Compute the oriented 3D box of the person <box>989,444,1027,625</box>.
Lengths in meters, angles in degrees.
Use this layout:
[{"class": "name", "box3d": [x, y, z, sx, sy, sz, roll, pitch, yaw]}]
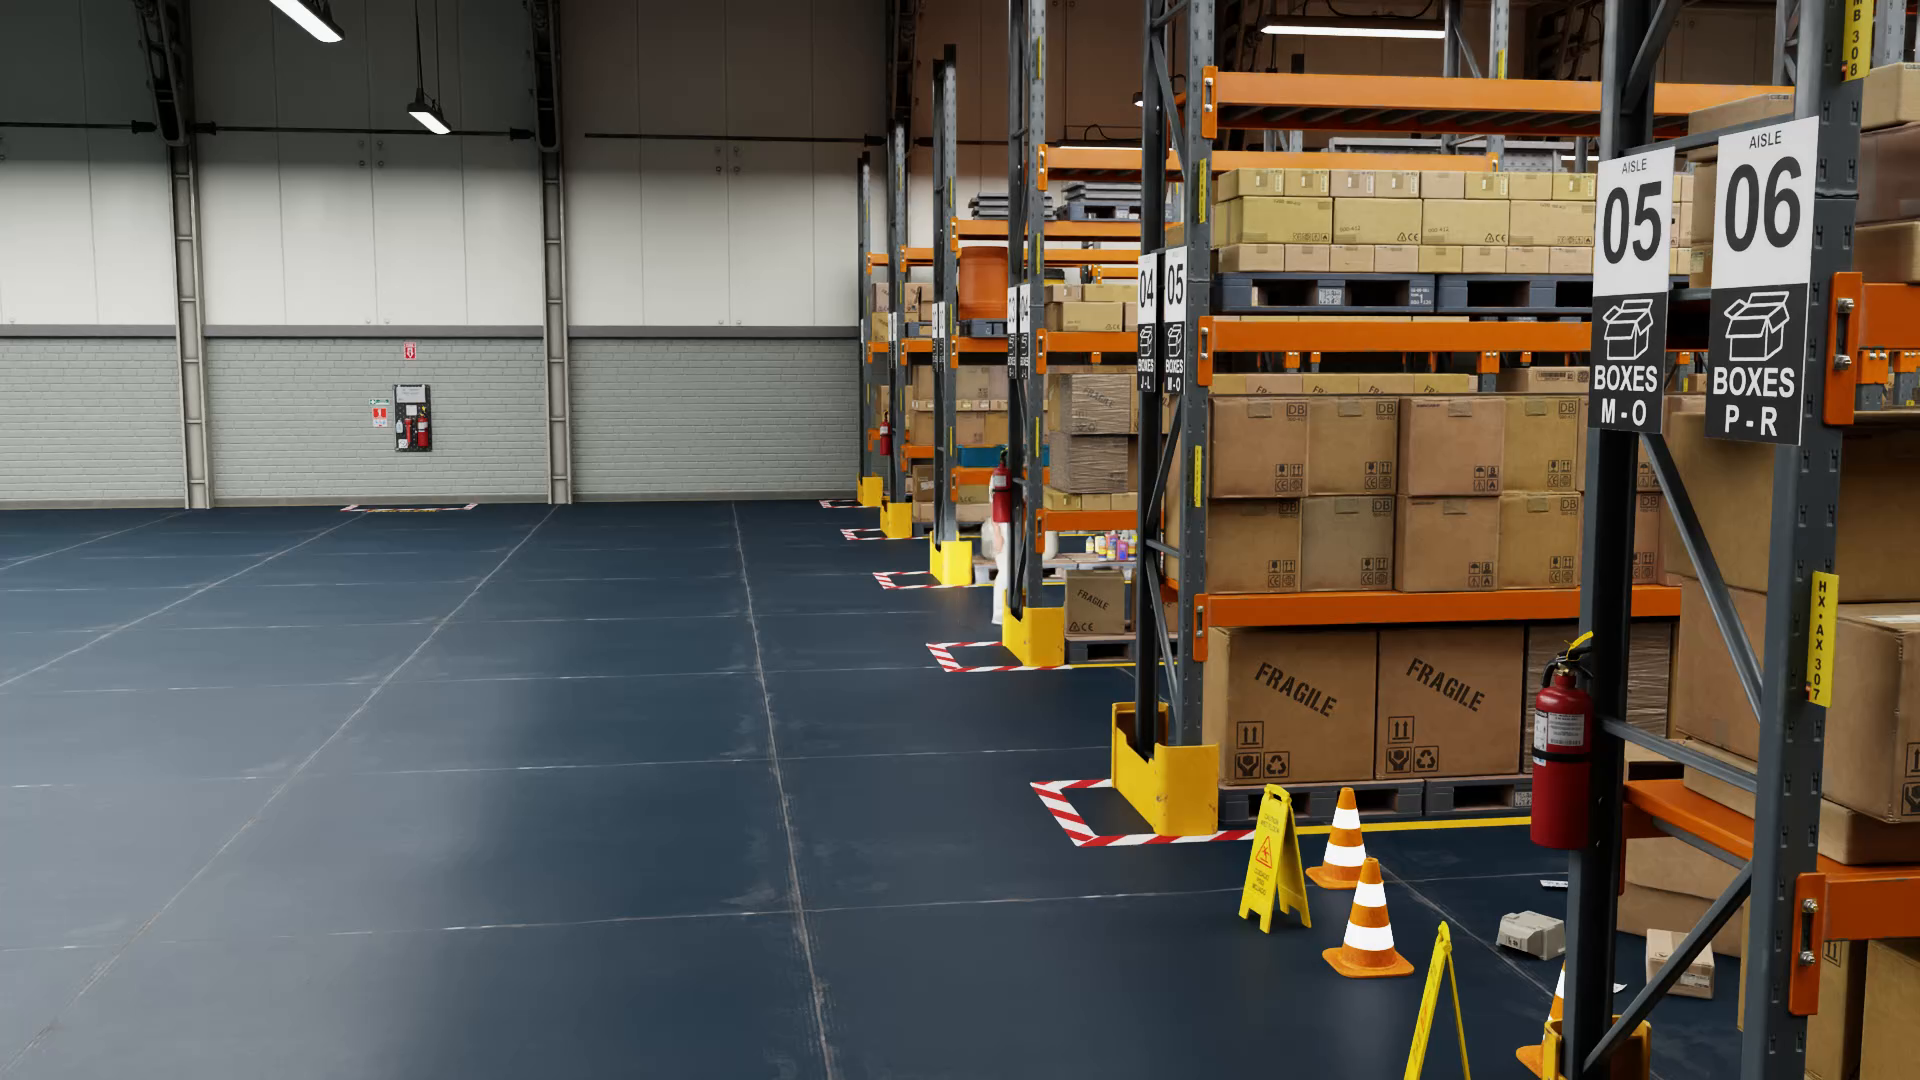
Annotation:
[{"class": "person", "box3d": [0.510, -0.061, 16.079, 0.425, 1.742, 0.606, 3, 7, 25]}]
